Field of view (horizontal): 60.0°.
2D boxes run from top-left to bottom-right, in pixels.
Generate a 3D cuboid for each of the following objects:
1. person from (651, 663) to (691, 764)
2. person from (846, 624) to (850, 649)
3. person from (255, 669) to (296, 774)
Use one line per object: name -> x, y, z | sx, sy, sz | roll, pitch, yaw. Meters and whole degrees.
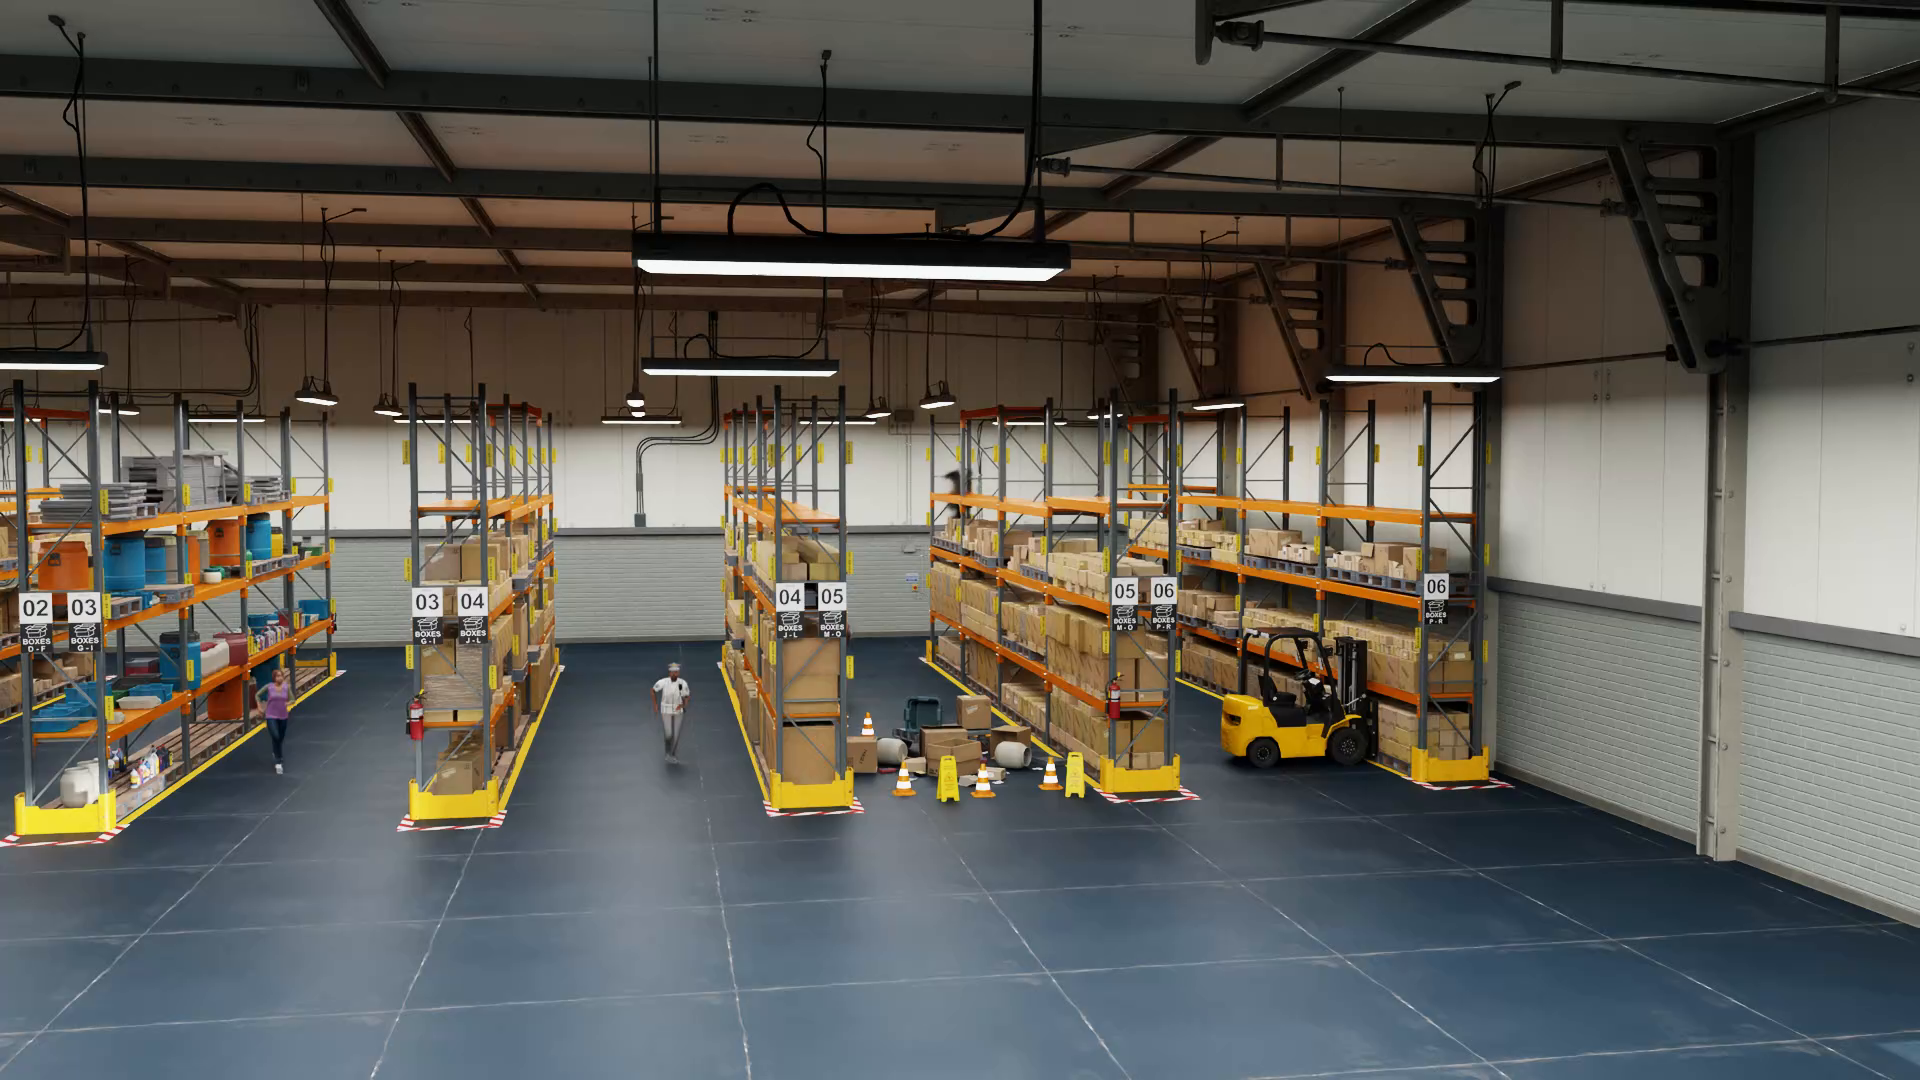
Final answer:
person -> -4.674, 2.800, 26.934 | 0.628, 1.653, 0.595 | -1, 3, -15
person -> -2.675, 2.319, 35.275 | 0.706, 1.590, 0.957 | 0, 3, -3
person -> -10.914, 2.855, 26.517 | 0.571, 1.621, 0.869 | -2, 4, -36
